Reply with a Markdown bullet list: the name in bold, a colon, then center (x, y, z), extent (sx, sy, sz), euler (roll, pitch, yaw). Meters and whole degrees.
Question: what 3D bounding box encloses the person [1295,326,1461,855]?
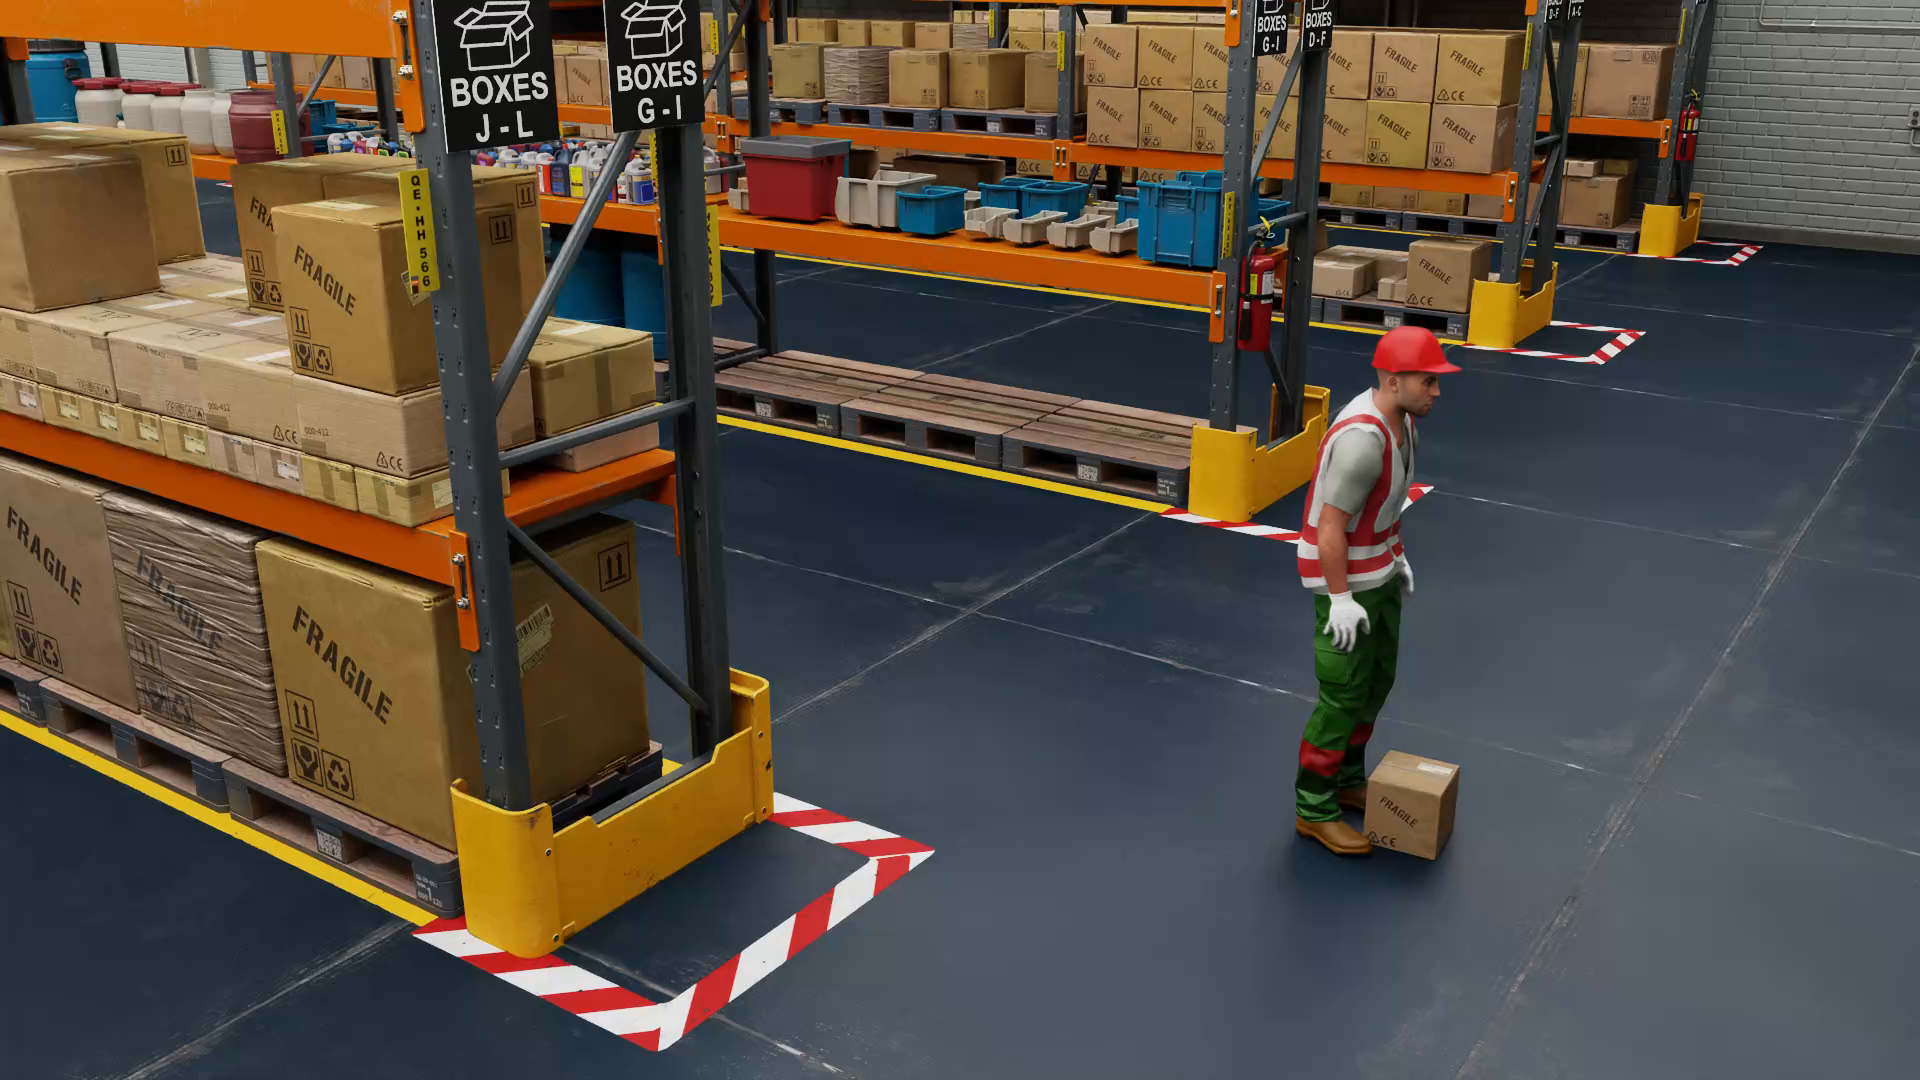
- **person**: center (1.381, 0.152, 5.623), extent (0.456, 1.778, 0.617), euler (12, 23, 31)
